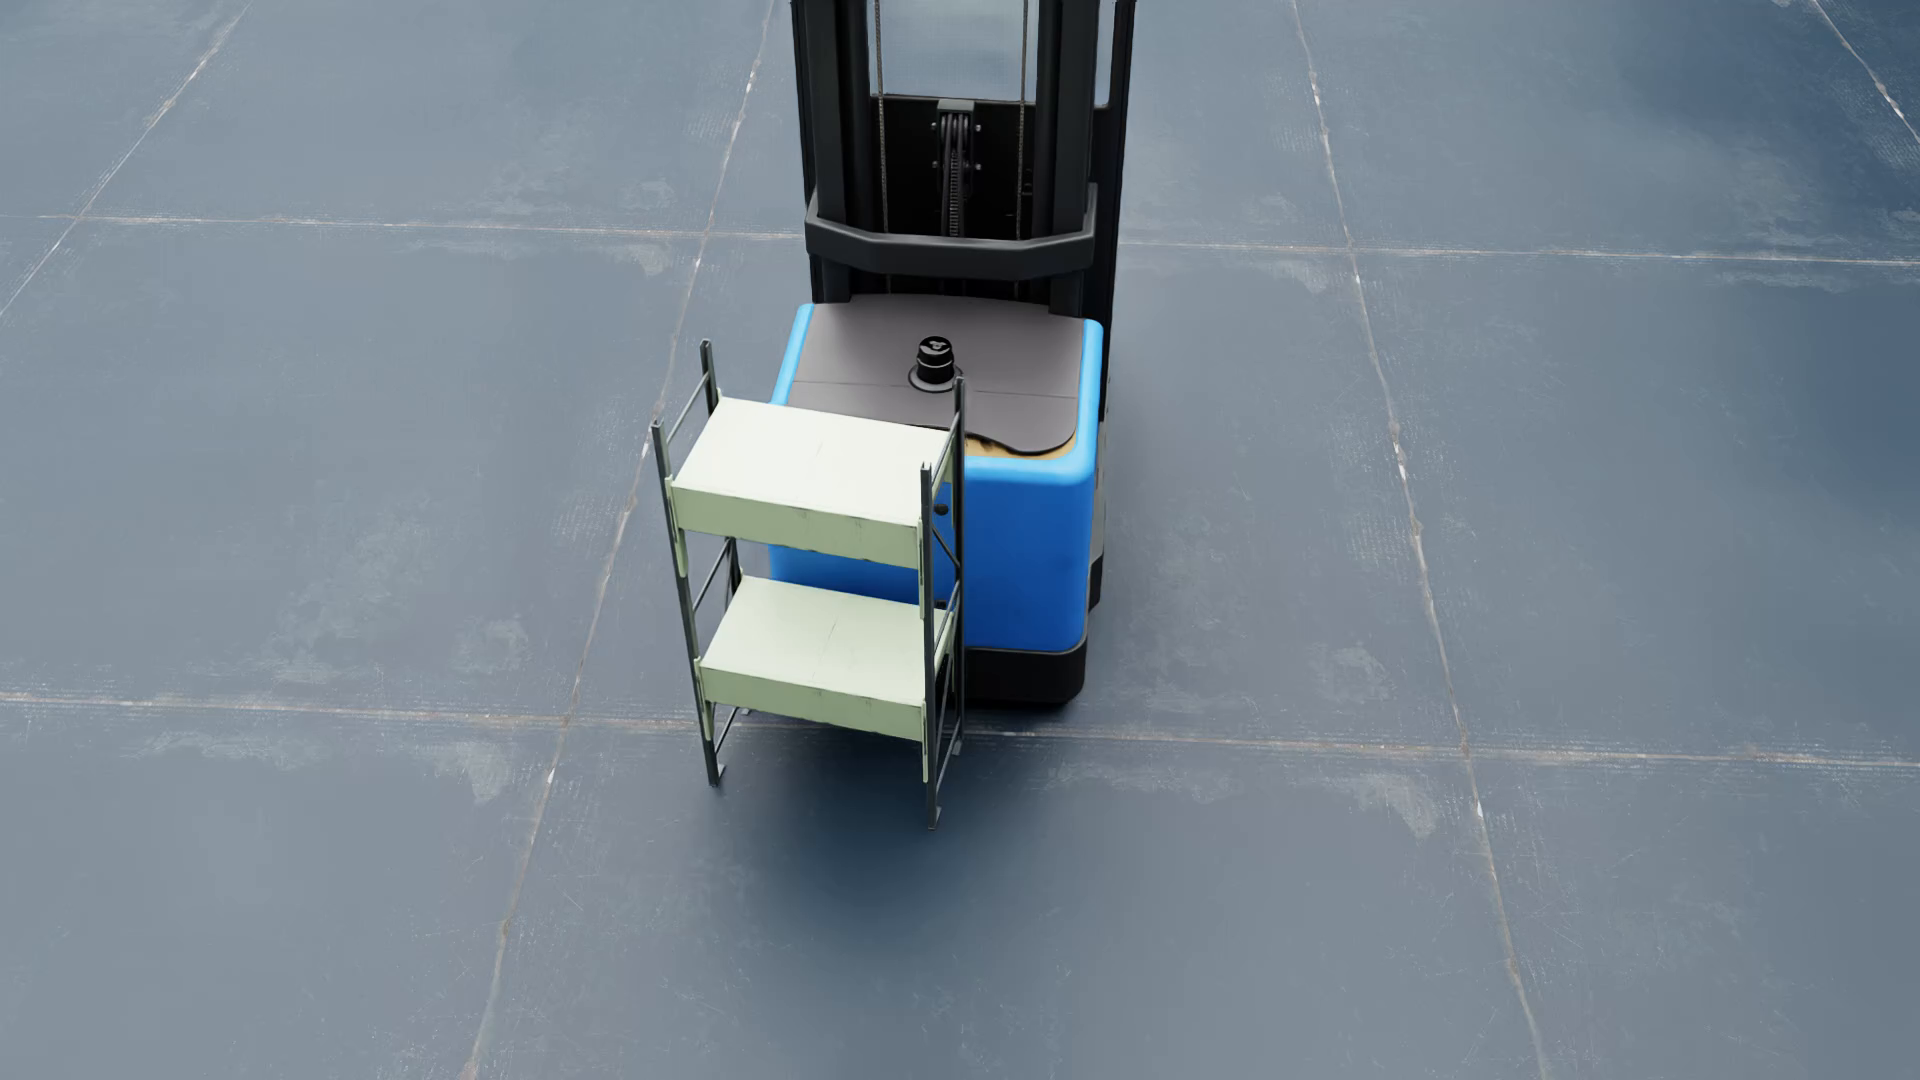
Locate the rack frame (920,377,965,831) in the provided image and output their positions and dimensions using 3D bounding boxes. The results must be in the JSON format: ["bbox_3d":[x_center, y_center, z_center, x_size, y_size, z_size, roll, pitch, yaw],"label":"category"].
[{"bbox_3d":[-0.044,0.237,4.895,0.023,1.500,0.400,9,44,10],"label":"rack frame"}]

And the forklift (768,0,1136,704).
[{"bbox_3d":[0.034,-1.528,5.740,1.130,2.935,3.031,4,43,4],"label":"forklift"}]

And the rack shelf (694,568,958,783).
[{"bbox_3d":[-0.399,0.417,5.181,0.720,0.370,0.431,9,44,10],"label":"rack shelf"}]

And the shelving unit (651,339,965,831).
[{"bbox_3d":[-0.399,0.178,4.958,0.755,1.500,0.431,9,44,10],"label":"shelving unit"}]

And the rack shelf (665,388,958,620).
[{"bbox_3d":[-0.399,-0.107,4.692,0.720,0.370,0.431,9,44,10],"label":"rack shelf"}]

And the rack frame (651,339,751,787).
[{"bbox_3d":[-0.755,0.119,5.022,0.023,1.500,0.400,9,44,10],"label":"rack frame"}]
